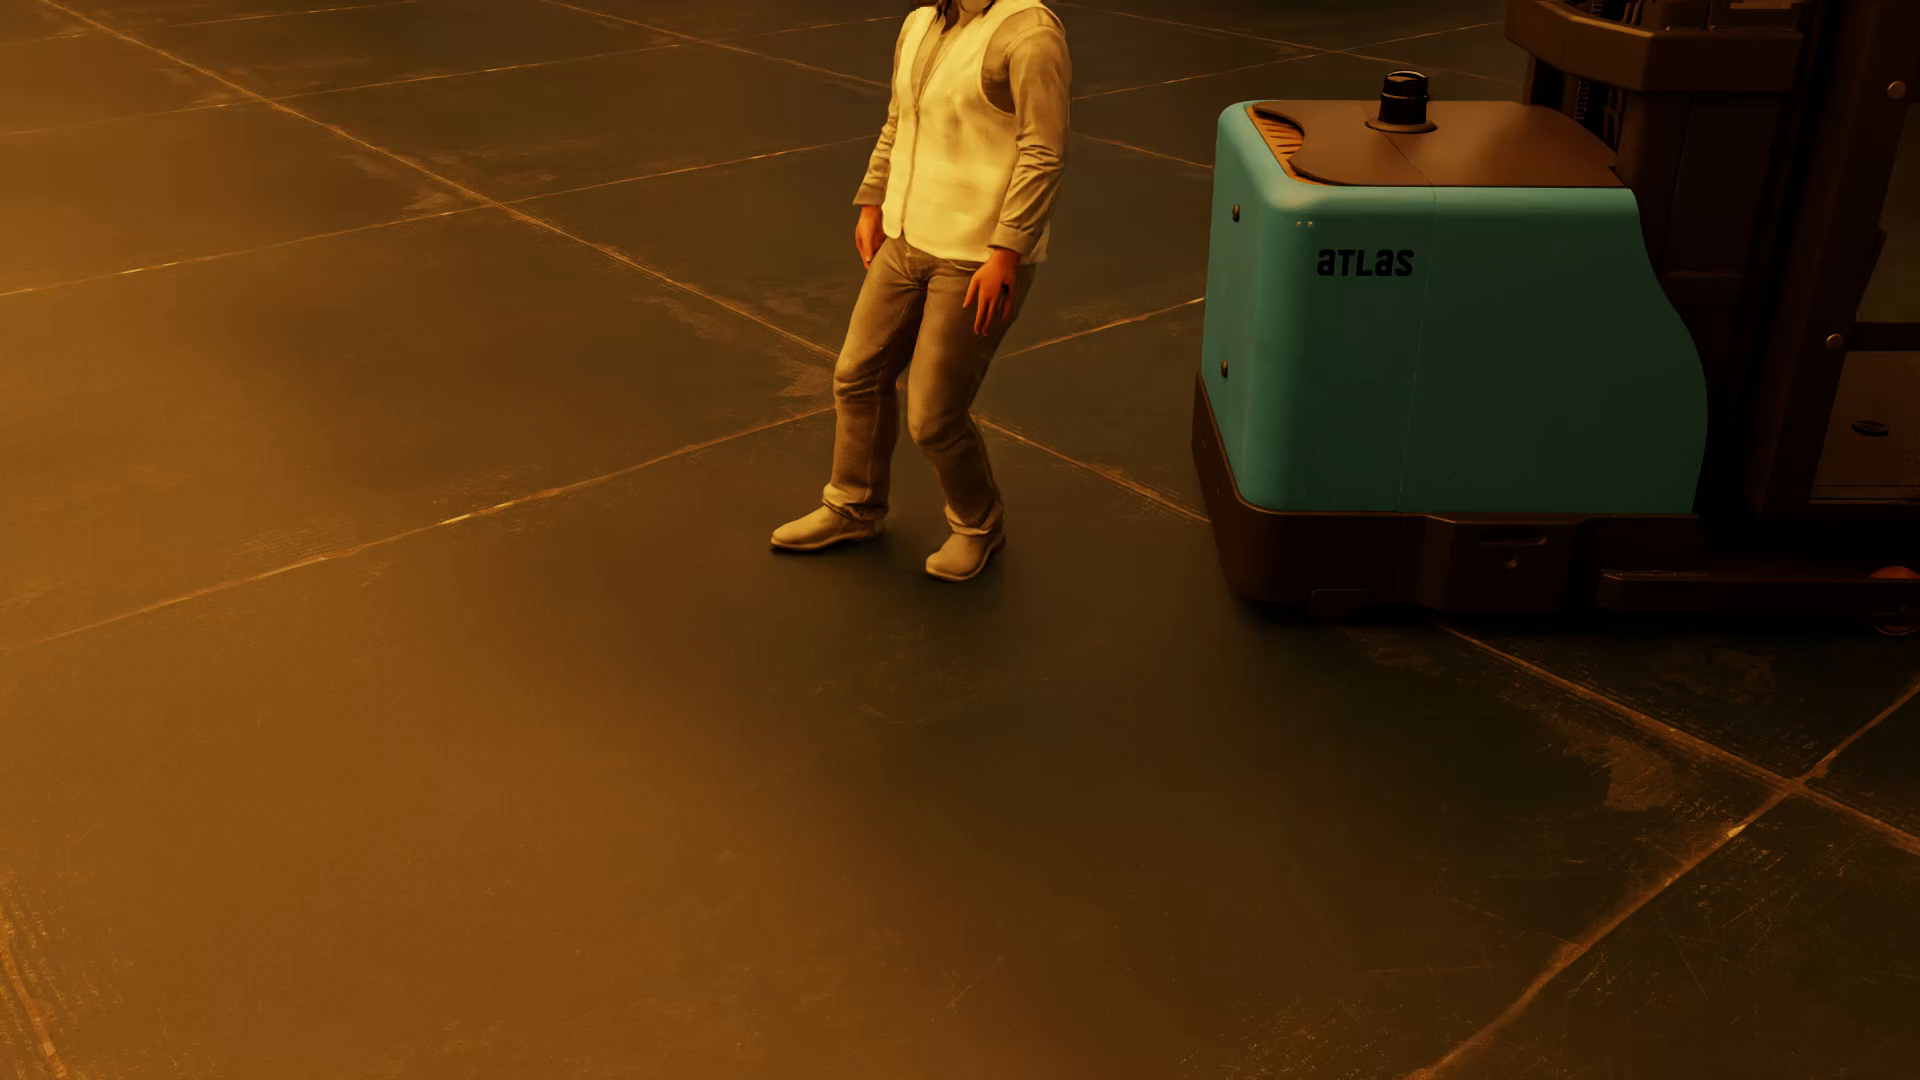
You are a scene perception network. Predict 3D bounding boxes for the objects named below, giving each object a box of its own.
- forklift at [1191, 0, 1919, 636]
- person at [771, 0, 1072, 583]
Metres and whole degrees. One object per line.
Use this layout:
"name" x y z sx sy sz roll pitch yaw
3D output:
"forklift" 2.187 -1.318 3.860 3.031 2.935 1.130 0 26 1
"person" -0.093 -0.709 3.994 0.599 1.749 0.678 -17 31 -30
